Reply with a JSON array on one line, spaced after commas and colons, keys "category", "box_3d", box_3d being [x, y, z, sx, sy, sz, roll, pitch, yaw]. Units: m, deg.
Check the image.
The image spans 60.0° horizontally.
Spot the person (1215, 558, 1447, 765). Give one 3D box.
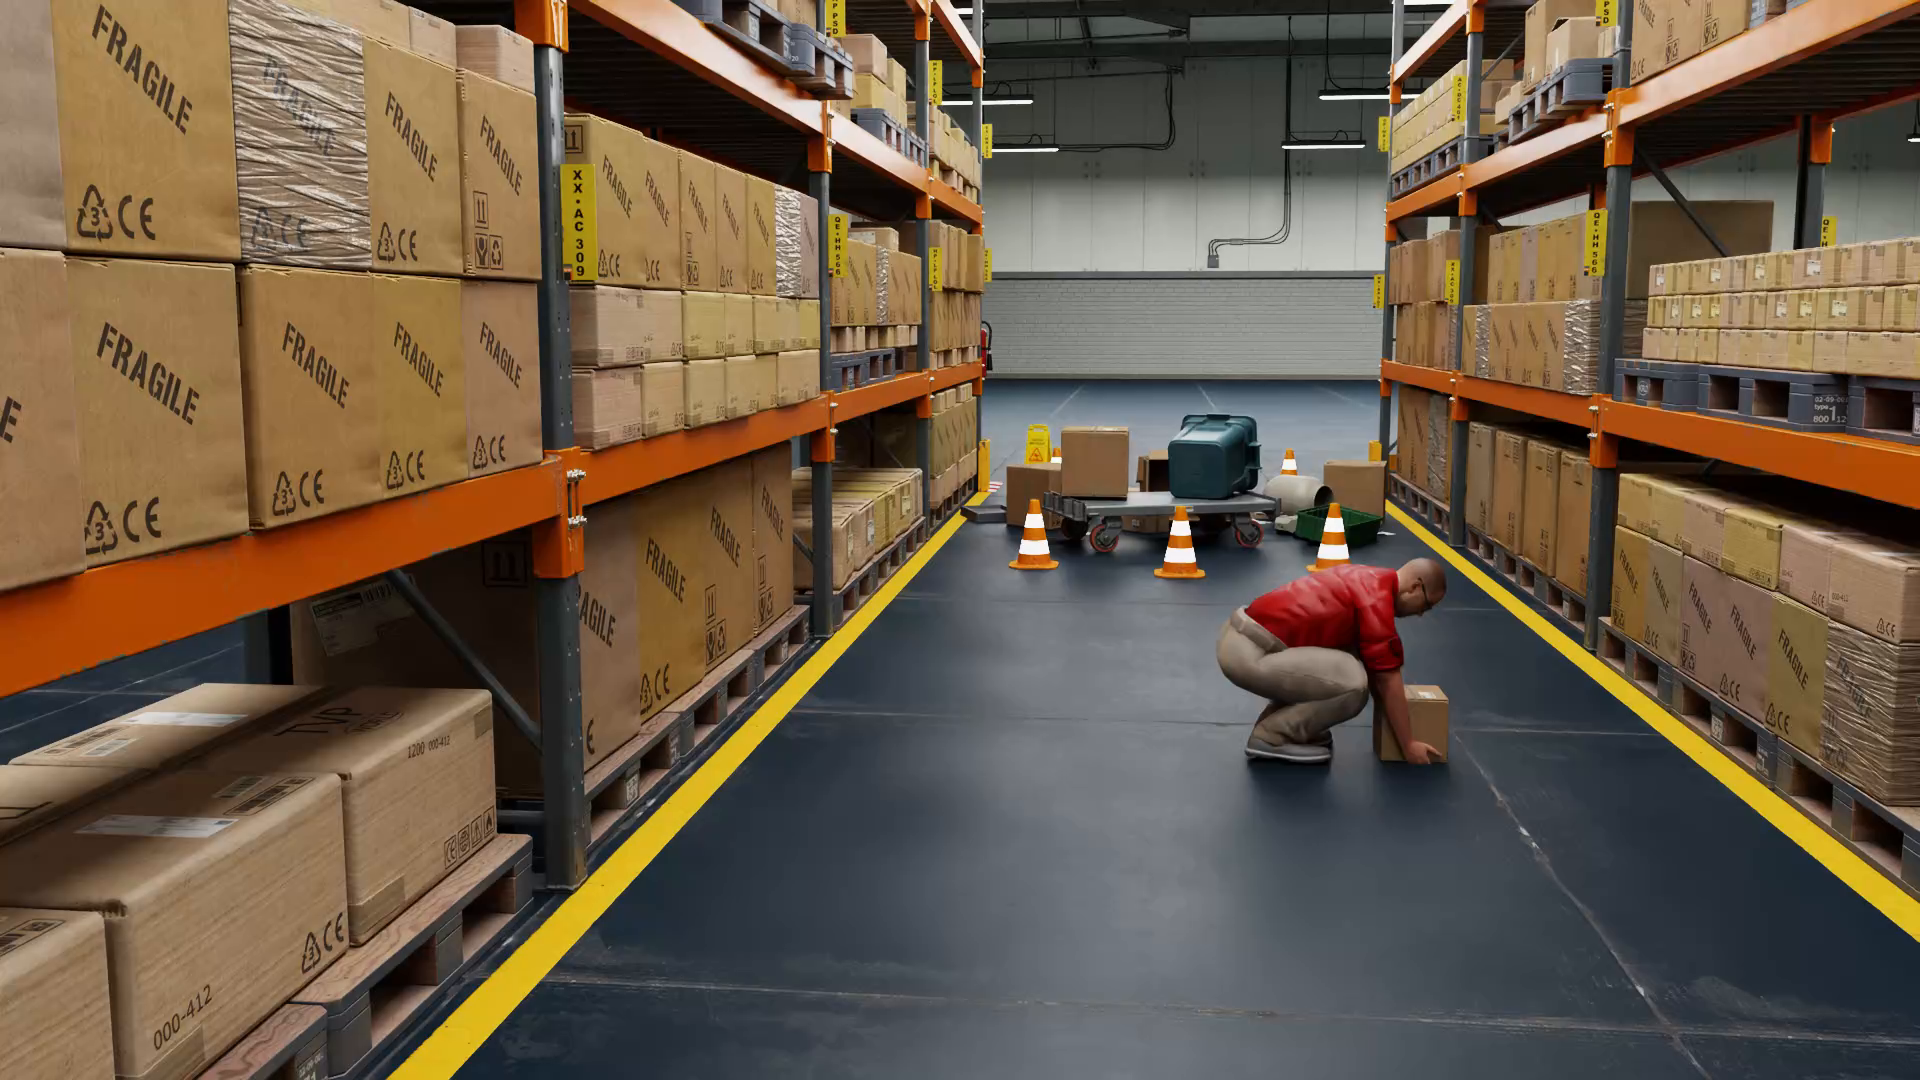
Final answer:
[{"category": "person", "box_3d": [1.455, 0.499, 6.545, 0.896, 0.854, 0.535, 1, 8, 6]}]
